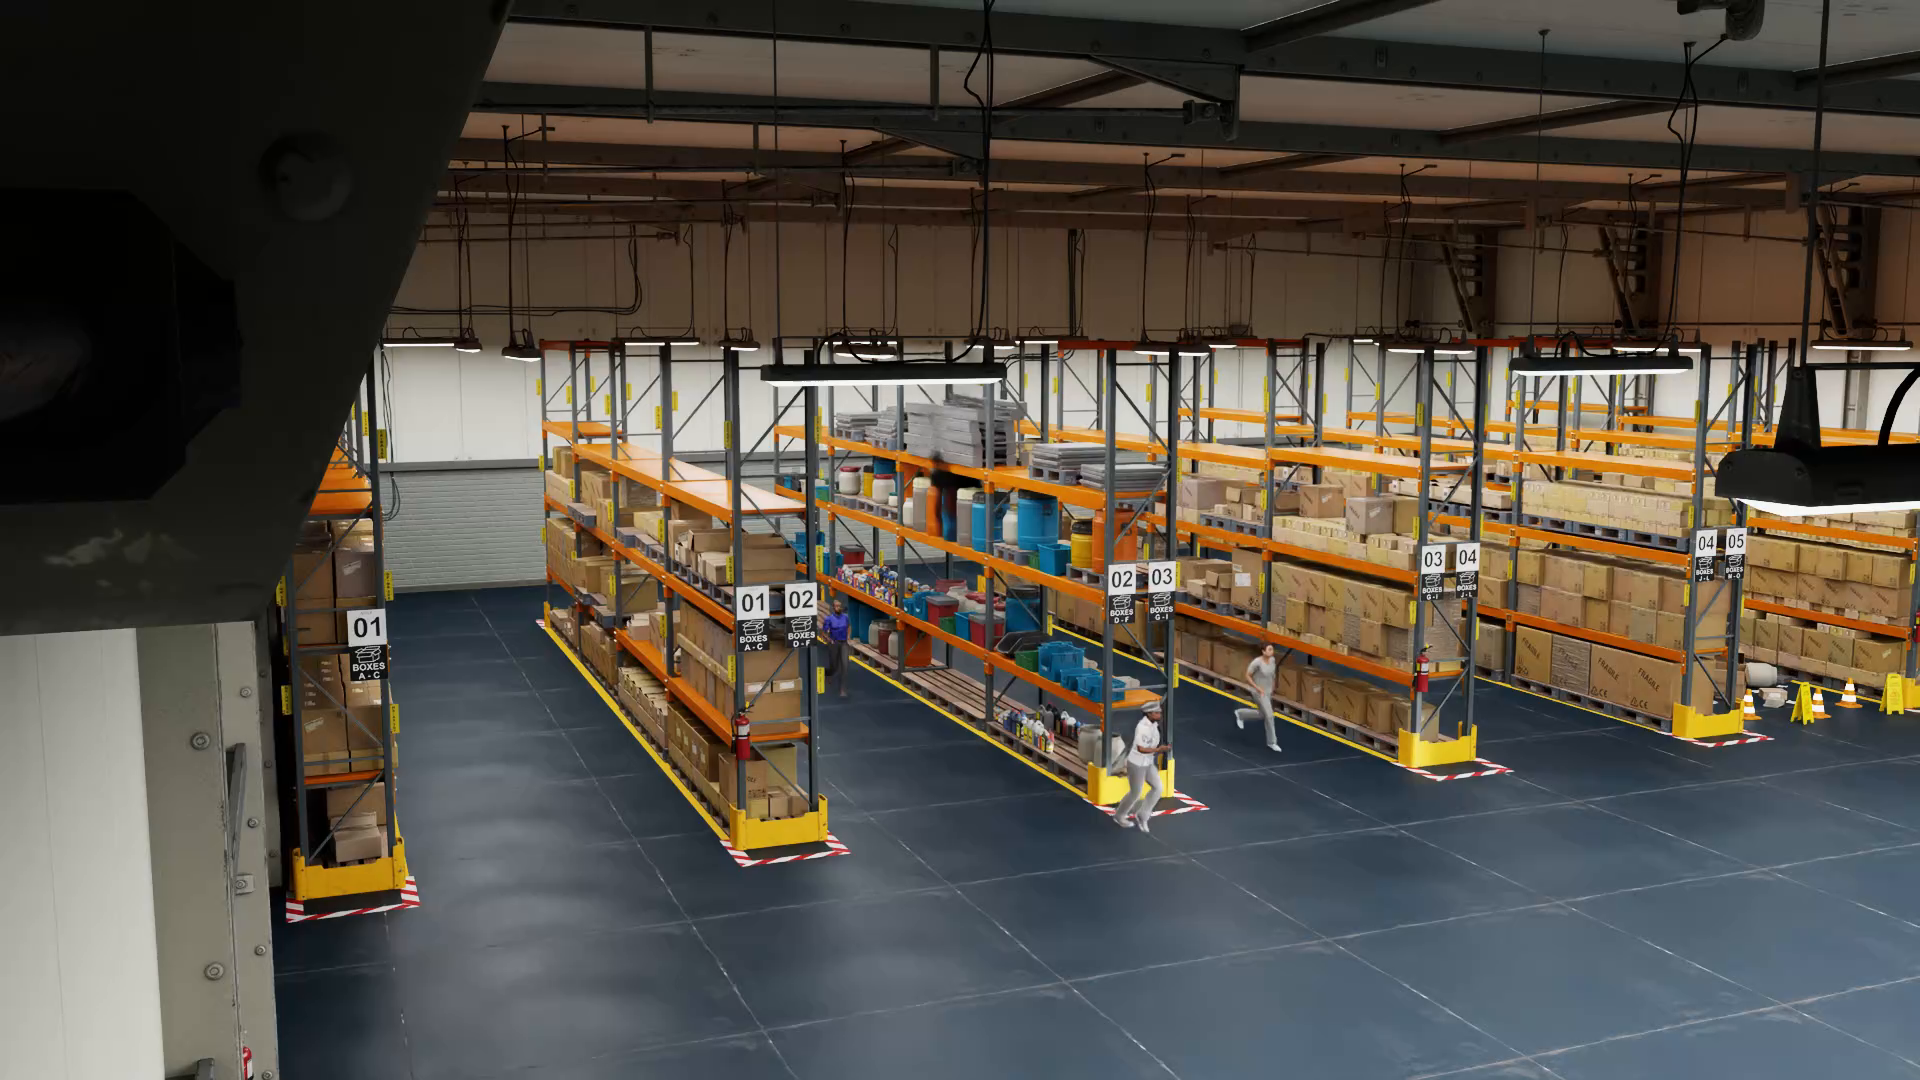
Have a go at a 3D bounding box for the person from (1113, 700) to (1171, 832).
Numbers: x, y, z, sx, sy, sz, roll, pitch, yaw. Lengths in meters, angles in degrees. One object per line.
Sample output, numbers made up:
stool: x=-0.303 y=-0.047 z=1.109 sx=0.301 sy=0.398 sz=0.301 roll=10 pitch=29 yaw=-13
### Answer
person: x=2.296 y=2.835 z=20.799 sx=0.759 sy=1.739 sz=0.566 roll=4 pitch=8 yaw=28

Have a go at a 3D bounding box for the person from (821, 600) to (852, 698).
person: x=-2.101 y=1.836 z=28.515 sx=0.578 sy=1.649 sz=0.791 roll=-3 pitch=8 yaw=-23

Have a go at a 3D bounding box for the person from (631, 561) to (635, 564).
person: x=-7.314 y=0.788 z=36.052 sx=0.793 sy=1.759 sz=0.748 roll=3 pitch=8 yaw=19

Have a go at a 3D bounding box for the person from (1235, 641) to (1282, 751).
person: x=4.476 y=2.306 z=24.982 sx=0.569 sy=1.656 sz=0.896 roll=-6 pitch=10 yaw=-40
